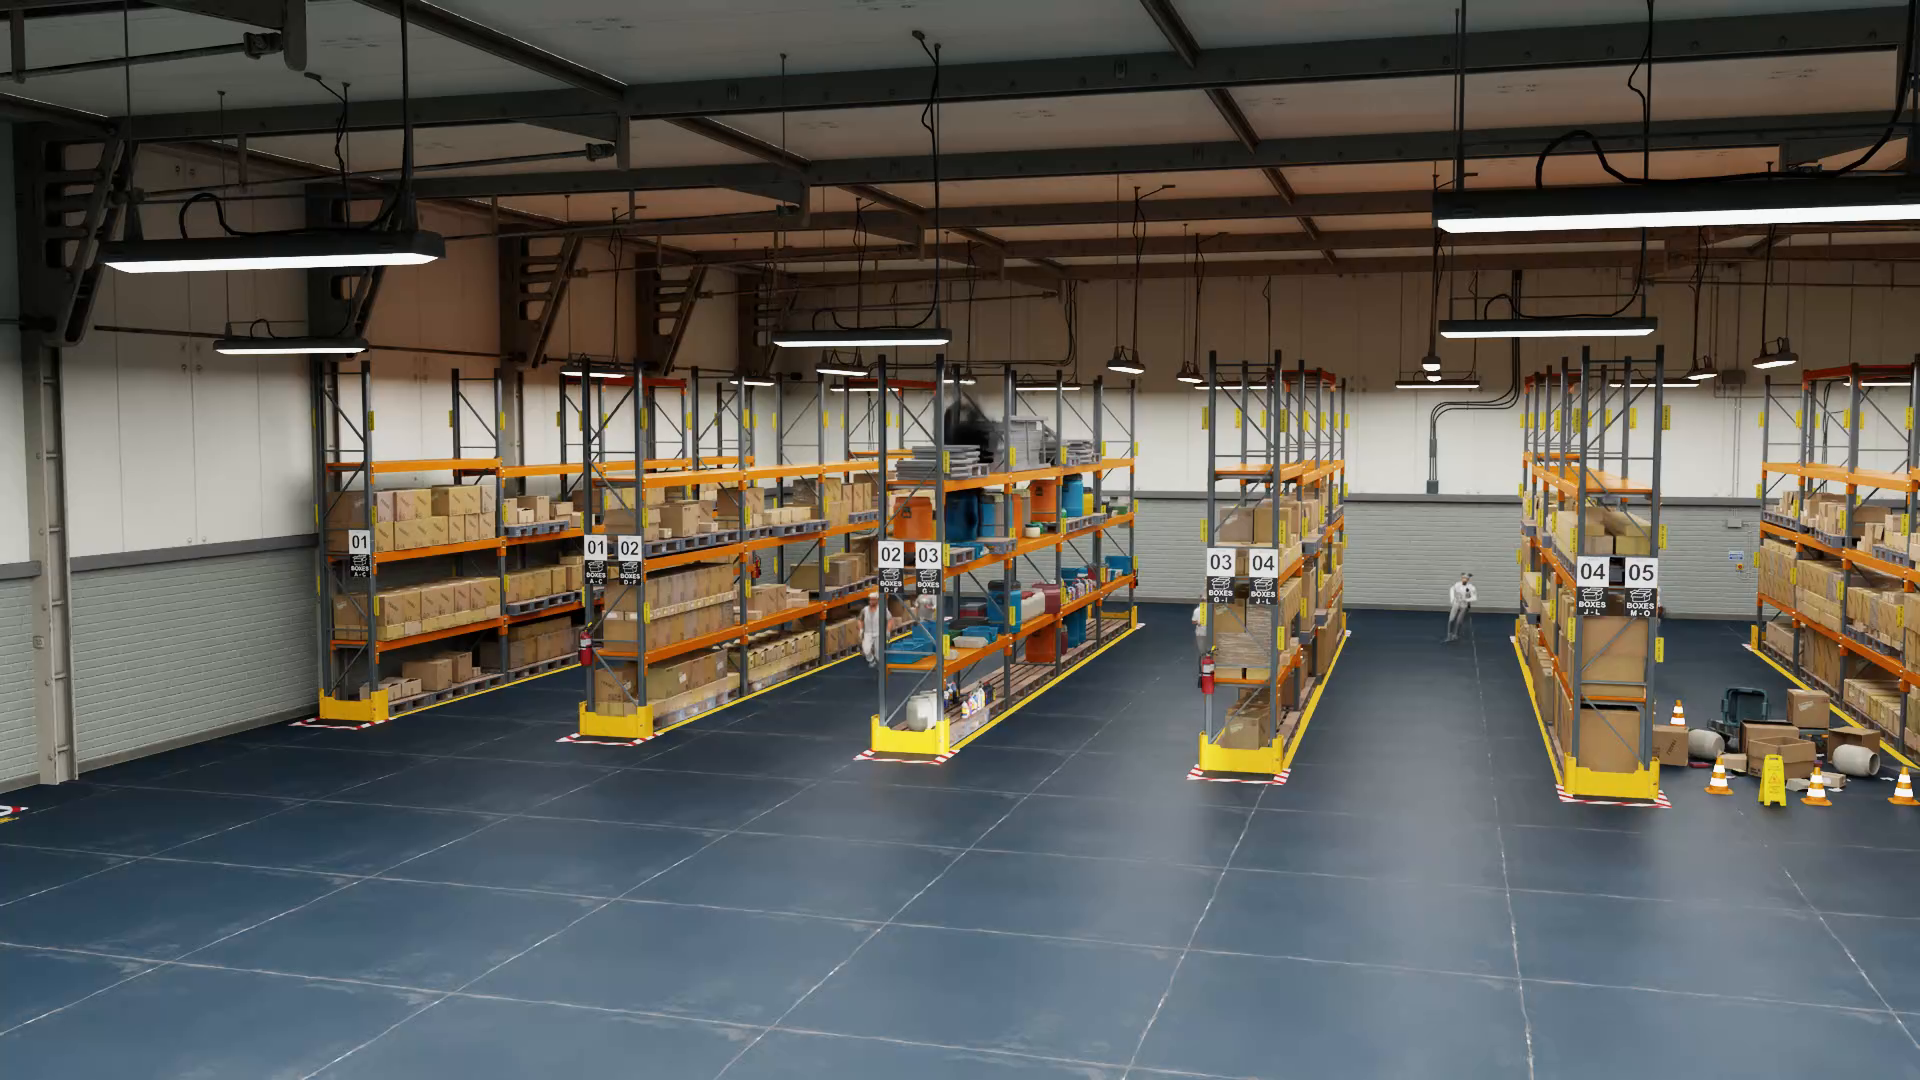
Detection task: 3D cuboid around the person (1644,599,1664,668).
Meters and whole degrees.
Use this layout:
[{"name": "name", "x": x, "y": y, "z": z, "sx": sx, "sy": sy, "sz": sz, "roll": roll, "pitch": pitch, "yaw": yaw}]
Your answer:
[{"name": "person", "x": 13.862, "y": 1.701, "z": 33.787, "sx": 0.667, "sy": 1.741, "sz": 0.638, "roll": 1, "pitch": 4, "yaw": 7}]

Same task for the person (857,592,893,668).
[{"name": "person", "x": -1.641, "y": 1.806, "z": 31.799, "sx": 0.702, "sy": 1.636, "sz": 0.787, "roll": 1, "pitch": 4, "yaw": 11}]

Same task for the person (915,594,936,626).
[{"name": "person", "x": -0.714, "y": 1.680, "z": 35.025, "sx": 0.531, "sy": 1.594, "sz": 0.883, "roll": 1, "pitch": 4, "yaw": 8}]

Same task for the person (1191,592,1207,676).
[{"name": "person", "x": 4.740, "y": 1.878, "z": 32.044, "sx": 0.558, "sy": 1.742, "sz": 0.698, "roll": 1, "pitch": 4, "yaw": 12}]

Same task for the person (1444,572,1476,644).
[{"name": "person", "x": 11.369, "y": 1.524, "z": 37.629, "sx": 0.658, "sy": 1.638, "sz": 0.753, "roll": 2, "pitch": 5, "yaw": 29}]
